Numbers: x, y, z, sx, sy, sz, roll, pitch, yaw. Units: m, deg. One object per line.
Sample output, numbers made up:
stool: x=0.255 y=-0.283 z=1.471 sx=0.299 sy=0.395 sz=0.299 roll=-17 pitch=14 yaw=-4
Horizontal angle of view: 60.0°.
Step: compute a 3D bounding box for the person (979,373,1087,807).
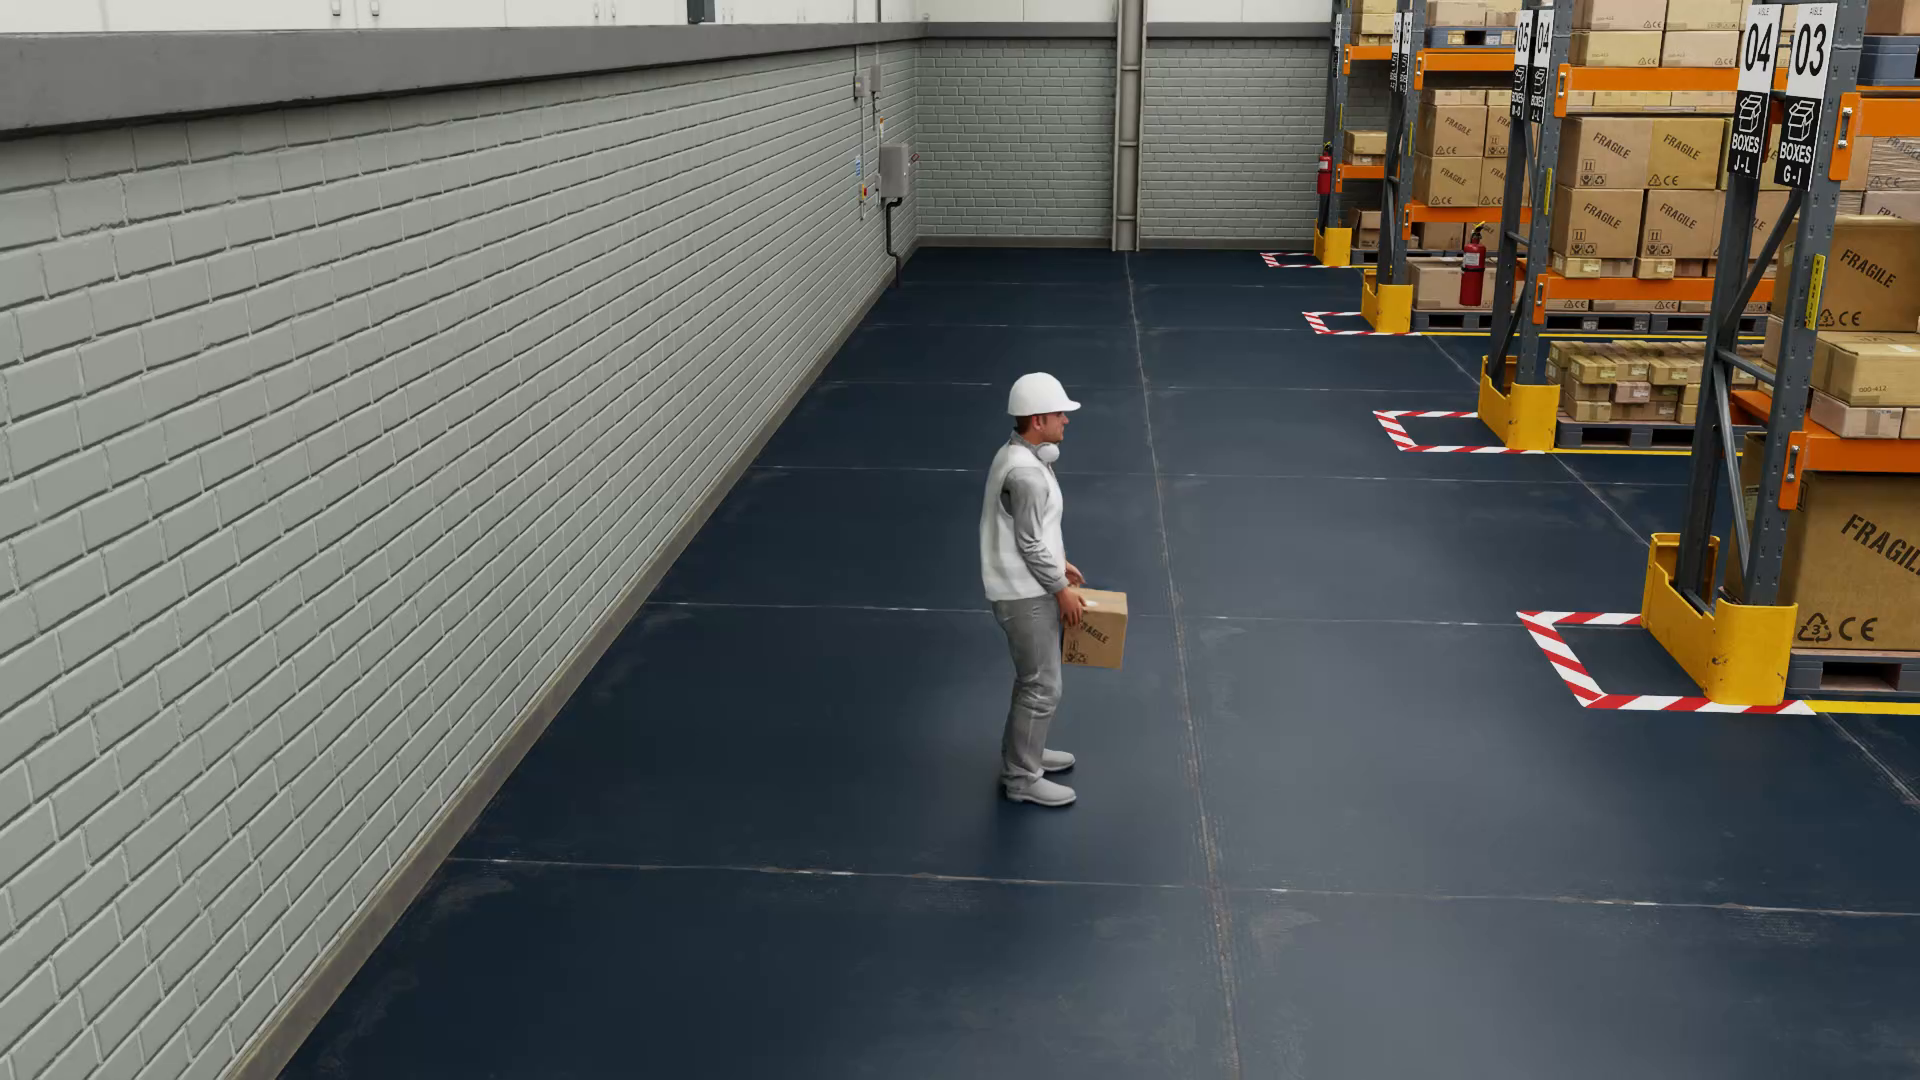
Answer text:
person: x=0.302 y=0.186 z=6.897 sx=0.446 sy=1.779 sz=0.551 roll=1 pitch=17 yaw=3
